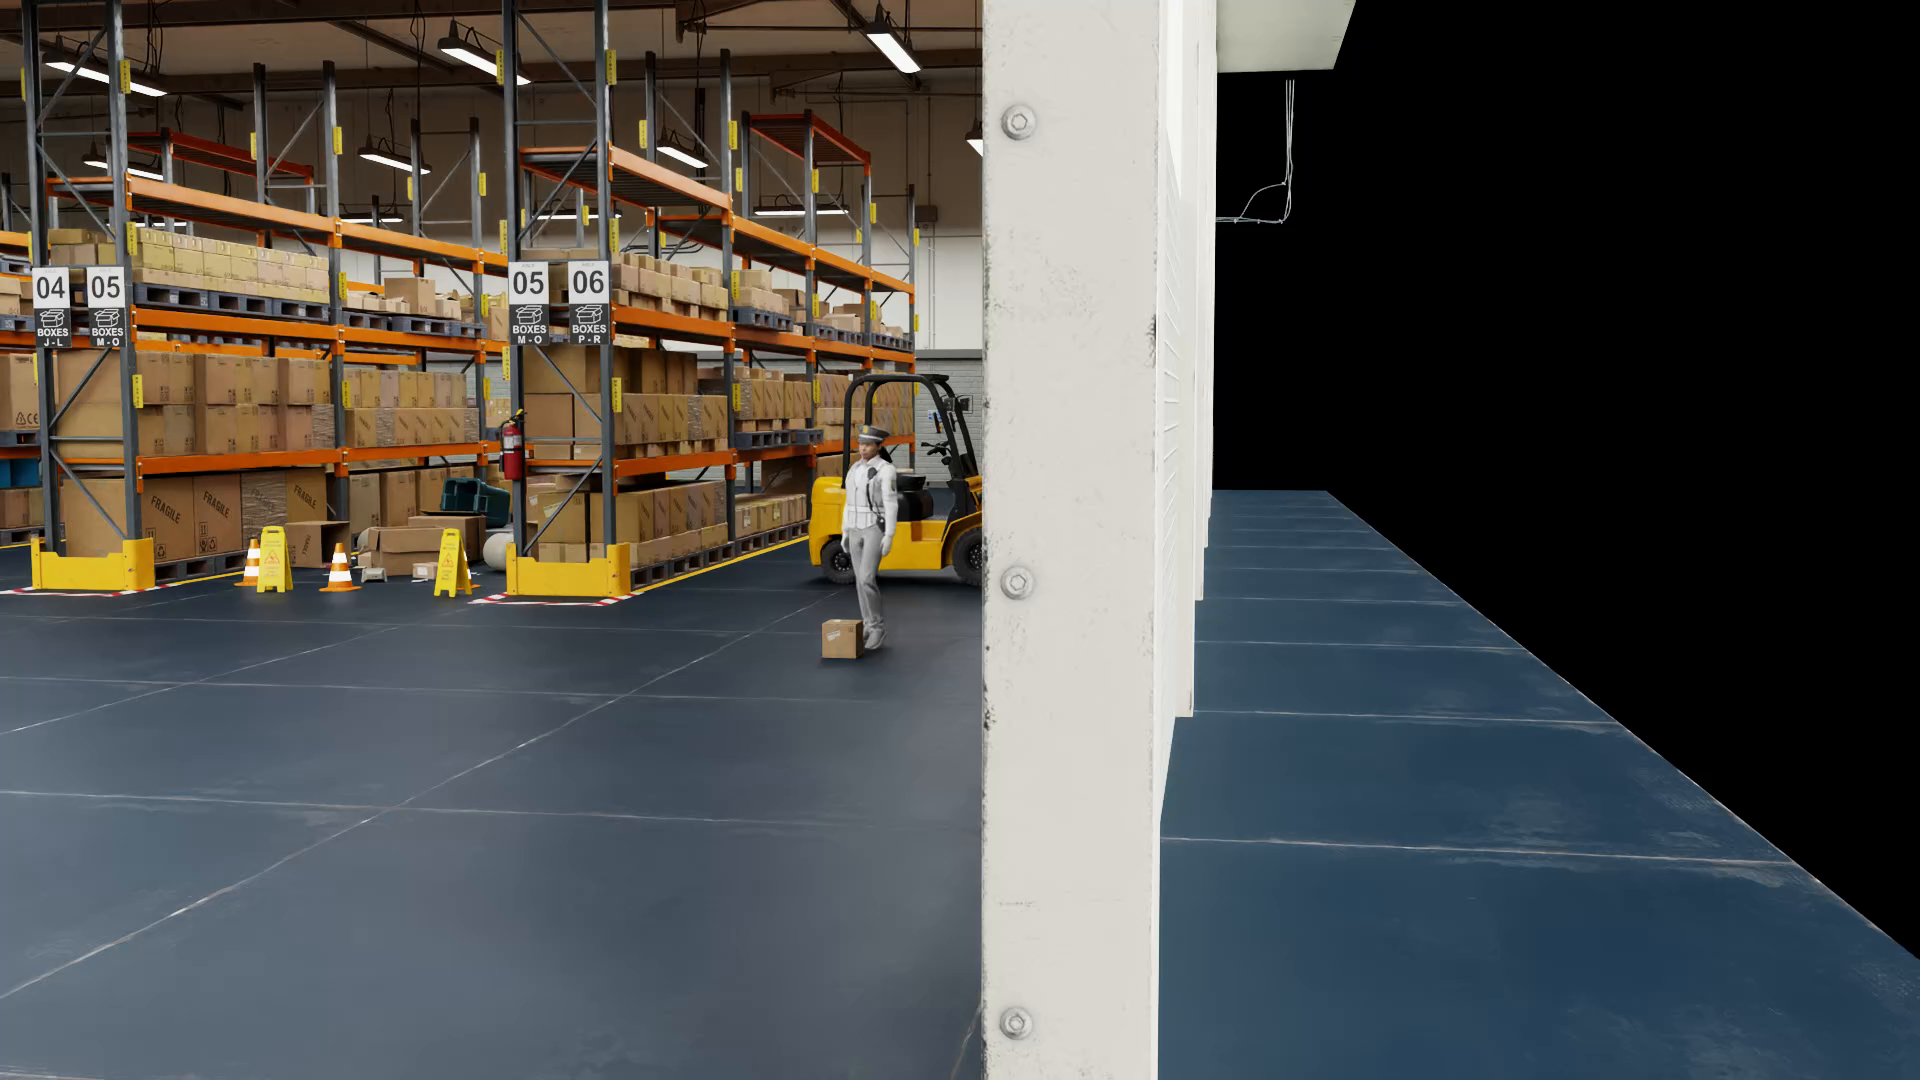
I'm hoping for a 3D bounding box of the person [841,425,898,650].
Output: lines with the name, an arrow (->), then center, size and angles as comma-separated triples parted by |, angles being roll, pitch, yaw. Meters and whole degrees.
person -> -0.731, -0.023, 12.692 | 0.518, 1.712, 0.376 | 5, 6, 45
